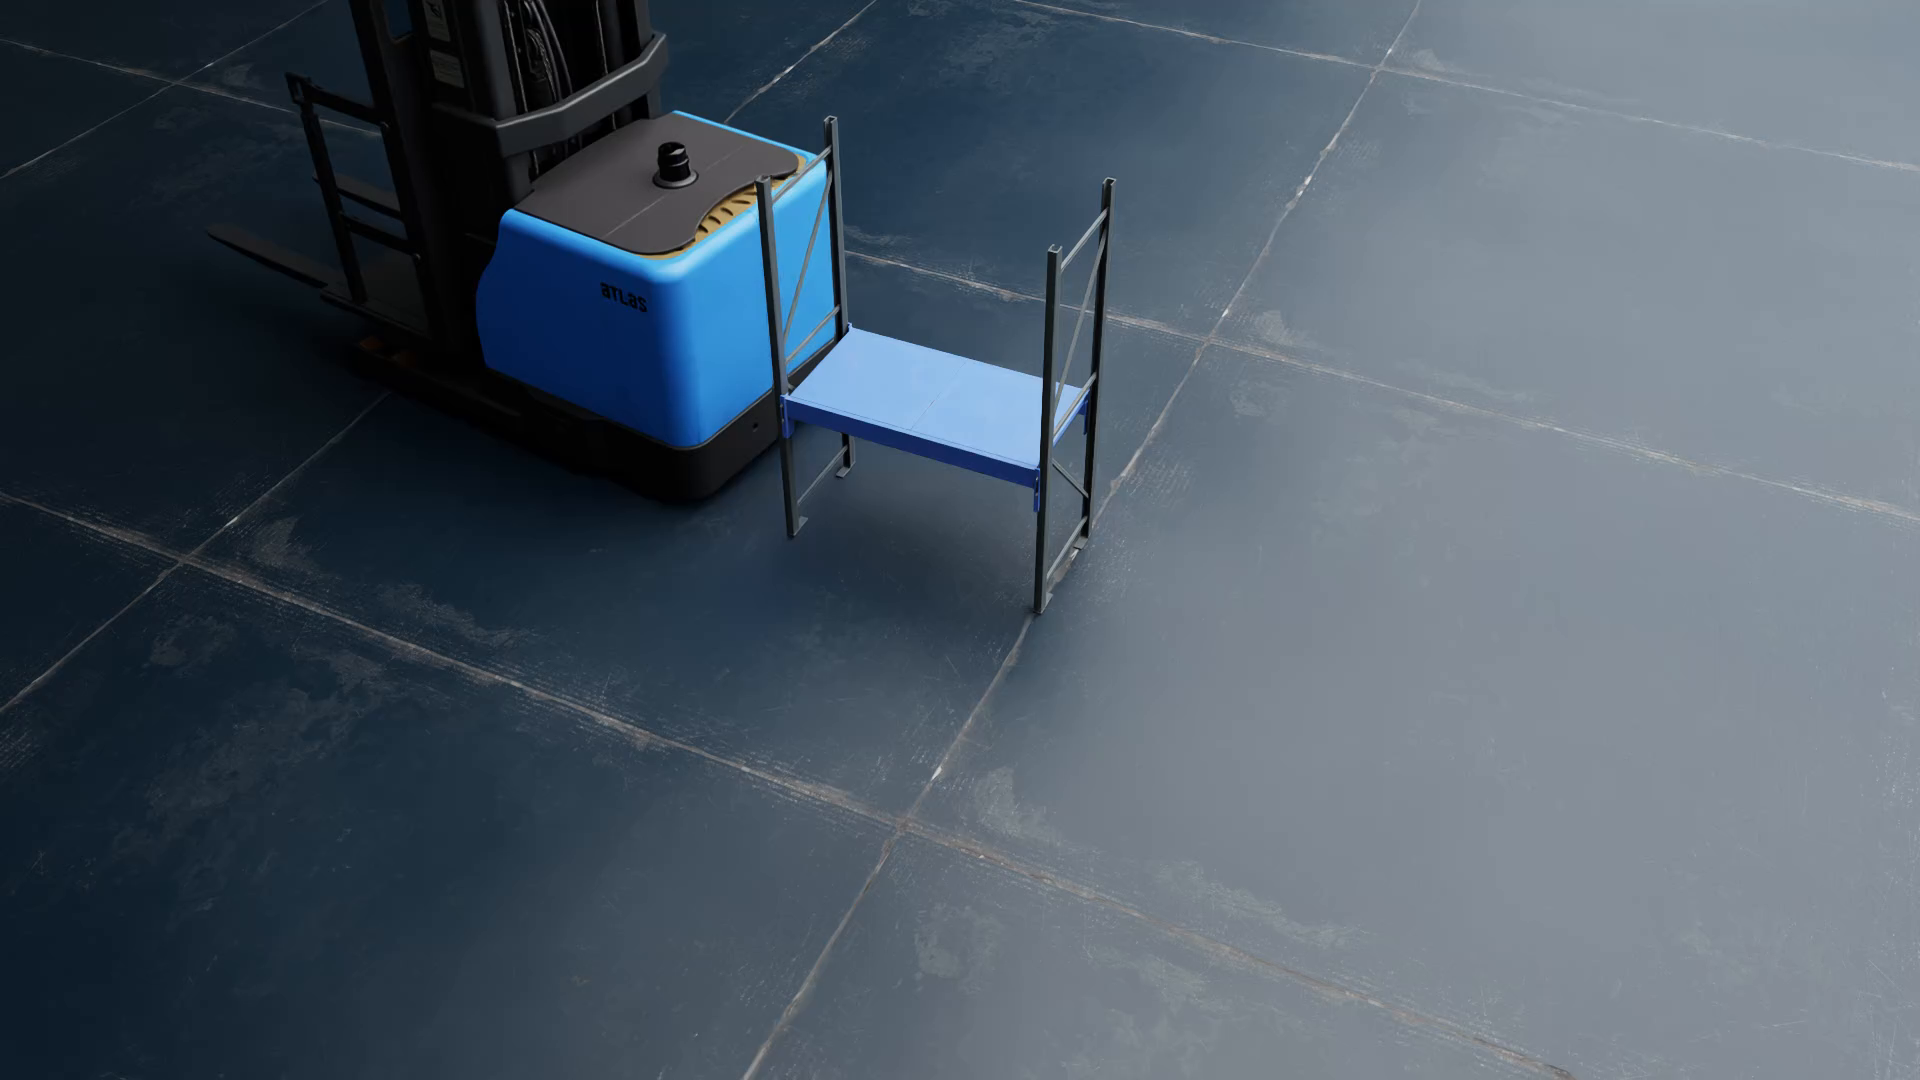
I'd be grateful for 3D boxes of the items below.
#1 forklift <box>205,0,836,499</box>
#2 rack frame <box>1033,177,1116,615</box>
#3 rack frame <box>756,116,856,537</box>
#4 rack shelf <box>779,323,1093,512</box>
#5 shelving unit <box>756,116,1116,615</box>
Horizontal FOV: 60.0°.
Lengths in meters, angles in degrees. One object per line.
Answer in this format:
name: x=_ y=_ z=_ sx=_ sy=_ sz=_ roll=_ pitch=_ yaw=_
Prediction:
forklift: x=-1.996 y=-2.007 z=6.377 sx=3.031 sy=2.935 sz=1.130 roll=23 pitch=46 yaw=24
rack frame: x=0.383 y=-0.450 z=5.673 sx=0.032 sy=1.500 sz=0.500 roll=17 pitch=44 yaw=19
rack frame: x=-0.538 y=-0.731 z=5.998 sx=0.032 sy=1.500 sz=0.500 roll=17 pitch=44 yaw=19
rack shelf: x=-0.077 y=-0.454 z=5.953 sx=1.000 sy=0.185 sz=0.538 roll=17 pitch=44 yaw=19
shelving unit: x=-0.077 y=-0.590 z=5.835 sx=1.048 sy=1.500 sz=0.538 roll=17 pitch=44 yaw=19
